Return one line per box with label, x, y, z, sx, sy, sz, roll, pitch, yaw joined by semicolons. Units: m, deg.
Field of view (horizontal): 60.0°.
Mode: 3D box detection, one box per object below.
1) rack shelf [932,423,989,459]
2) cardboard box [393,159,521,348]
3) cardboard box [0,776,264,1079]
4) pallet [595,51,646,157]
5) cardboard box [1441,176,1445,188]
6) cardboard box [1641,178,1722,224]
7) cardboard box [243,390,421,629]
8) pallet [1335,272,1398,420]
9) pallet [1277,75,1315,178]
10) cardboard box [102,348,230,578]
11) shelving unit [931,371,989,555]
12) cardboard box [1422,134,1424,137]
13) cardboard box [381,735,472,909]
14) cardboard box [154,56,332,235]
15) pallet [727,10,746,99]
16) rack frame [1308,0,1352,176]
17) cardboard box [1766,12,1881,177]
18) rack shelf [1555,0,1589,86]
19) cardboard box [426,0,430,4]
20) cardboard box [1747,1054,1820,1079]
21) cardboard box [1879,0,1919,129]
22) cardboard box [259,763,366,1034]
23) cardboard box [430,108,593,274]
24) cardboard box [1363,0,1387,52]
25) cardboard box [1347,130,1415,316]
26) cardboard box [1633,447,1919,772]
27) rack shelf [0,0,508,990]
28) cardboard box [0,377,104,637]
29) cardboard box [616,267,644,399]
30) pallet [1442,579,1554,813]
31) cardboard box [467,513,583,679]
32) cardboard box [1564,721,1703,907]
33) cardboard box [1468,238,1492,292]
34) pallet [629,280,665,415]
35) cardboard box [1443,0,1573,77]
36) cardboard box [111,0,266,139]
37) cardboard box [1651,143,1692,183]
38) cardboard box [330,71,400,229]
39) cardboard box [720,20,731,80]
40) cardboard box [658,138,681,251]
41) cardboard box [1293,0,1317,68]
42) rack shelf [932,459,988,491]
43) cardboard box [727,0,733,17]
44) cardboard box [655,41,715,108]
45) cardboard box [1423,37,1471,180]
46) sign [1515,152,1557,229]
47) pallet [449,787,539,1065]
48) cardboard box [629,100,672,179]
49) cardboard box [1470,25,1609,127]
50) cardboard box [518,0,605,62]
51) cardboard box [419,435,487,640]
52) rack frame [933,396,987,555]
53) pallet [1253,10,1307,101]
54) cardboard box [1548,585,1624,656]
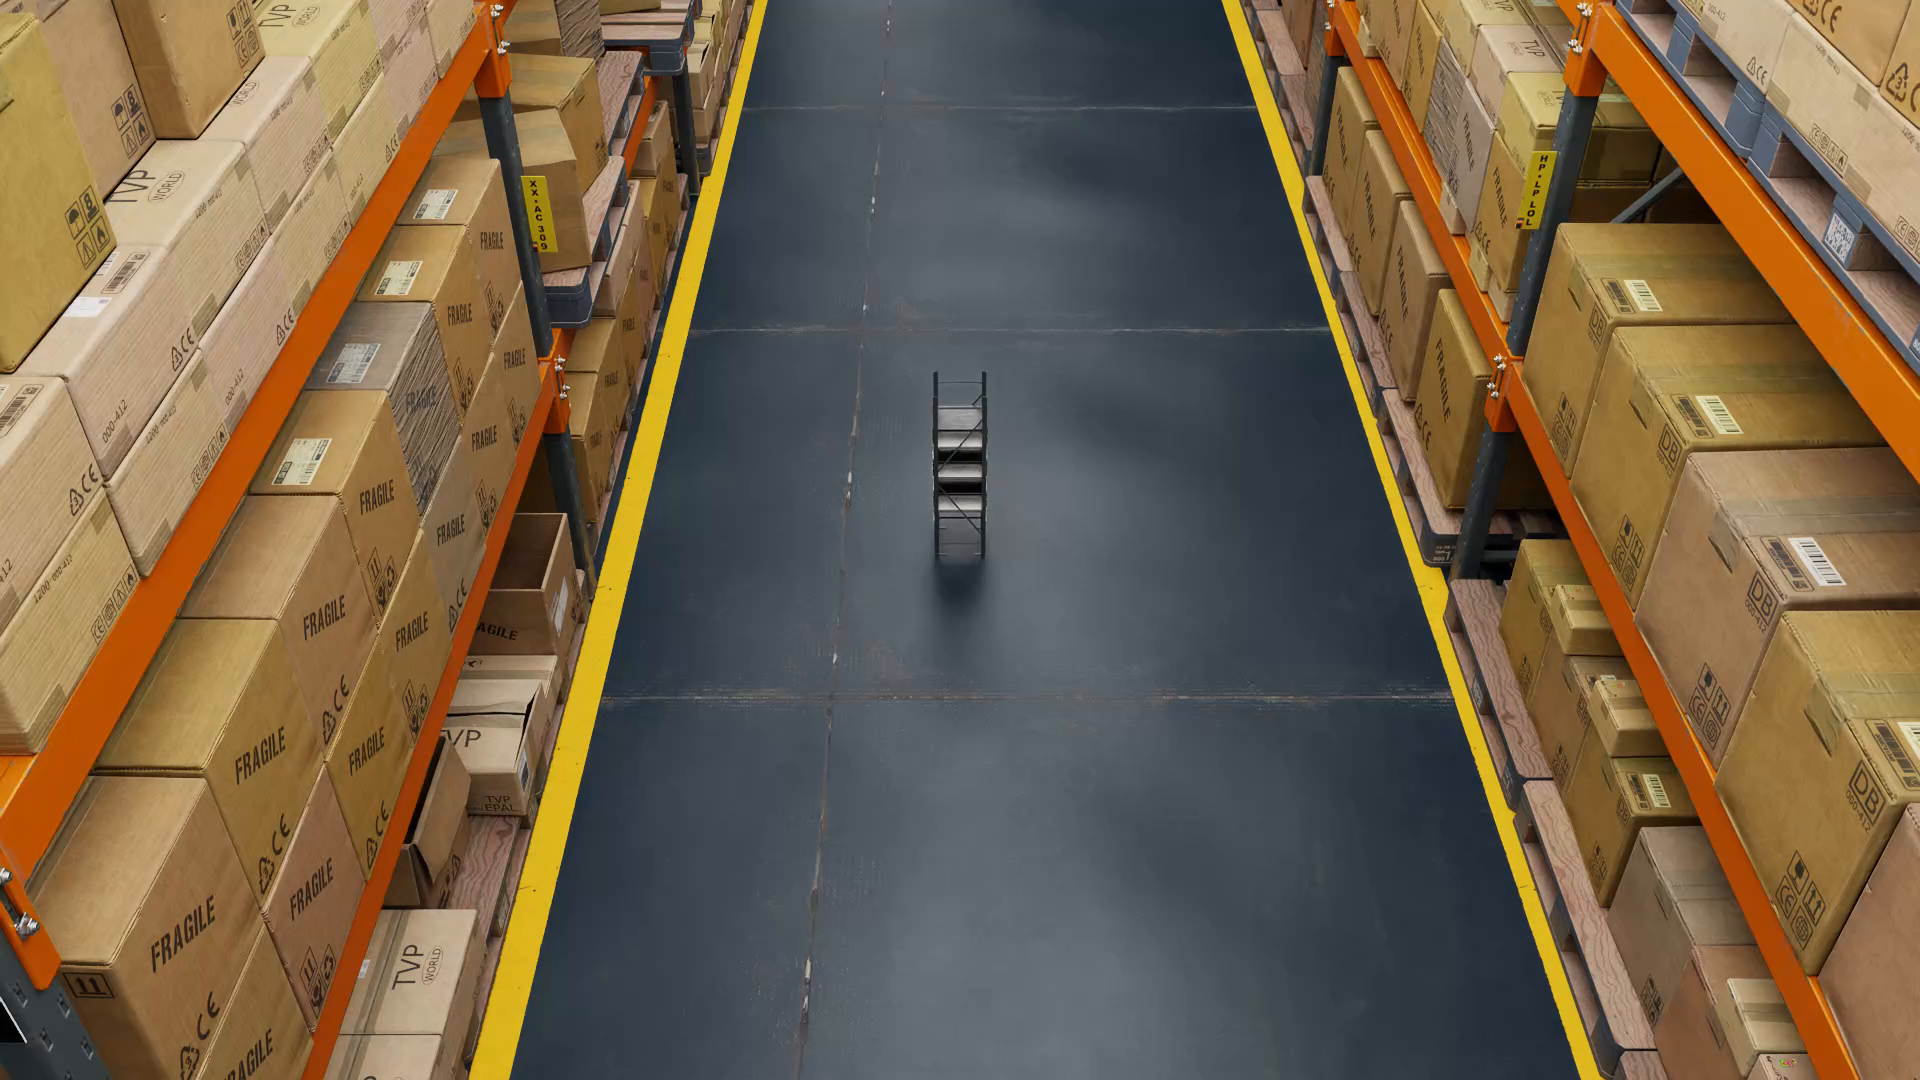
rack shelf;0.000;-0.461;7.616;0.258;0.077;0.200;0;39;0
cardboard box;-1.927;-1.040;6.015;0.500;0.500;0.500;0;39;0
cardboard box;-1.919;0.868;3.634;0.500;0.500;0.500;1;39;1
pallet;-2.184;-2.137;8.417;1.003;0.211;1.213;0;39;0
cardboard box;2.512;-1.691;7.892;0.380;0.149;0.250;0;39;0
cardboard box;3.019;-1.383;6.989;0.500;0.500;0.500;-1;39;-2
cardboard box;-1.924;-0.090;4.829;0.500;0.500;0.500;0;39;0
pallet;2.687;-1.092;9.189;1.003;0.211;1.213;0;39;0
pallet;2.763;-2.834;11.364;1.003;0.211;1.213;0;39;0
cardboard box;-1.916;-0.171;3.532;0.500;0.250;0.500;0;39;0
shelving unit;0.000;-0.346;7.708;0.258;0.900;0.210;0;39;0
cardboard box;2.544;-2.178;8.500;0.380;0.149;0.250;0;39;0
cardboard box;-2.179;1.051;5.930;0.797;0.503;0.637;0;39;0
cardboard box;-1.919;-0.992;4.156;0.500;0.250;0.500;0;39;0
pallet;-2.151;-3.616;12.339;1.003;0.211;1.213;0;39;0
rack frame;2.763;-3.434;9.882;1.000;3.000;0.127;0;39;0
cardboard box;2.499;-1.176;4.369;0.500;0.250;0.500;-1;39;-1
rack shelf;2.765;-3.073;7.608;1.077;0.370;4.000;0;39;0
cardboard box;-1.914;-1.930;5.326;0.500;0.250;0.500;0;39;0
cardboard box;2.489;1.609;4.733;0.380;0.149;0.250;0;39;-1
cardboard box;2.500;-1.135;3.719;0.500;0.500;0.500;-2;39;-2
cardboard box;-1.924;0.935;4.350;0.500;0.500;0.500;0;39;0
cardboard box;-1.963;-1.426;6.960;0.700;0.500;0.500;-13;40;-15
cardboard box;2.499;-2.965;8.963;0.500;0.500;0.500;1;39;1
cardboard box;2.627;-1.751;9.165;0.750;0.750;0.750;0;39;0
cardboard box;2.758;0.201;5.106;0.980;0.700;0.700;-2;39;-2
rack shelf;-2.184;-0.566;4.479;1.077;0.370;4.000;0;39;0
cardboard box;-1.922;-0.054;2.985;0.500;0.250;0.500;0;39;0
cardboard box;-1.948;-1.072;8.581;0.500;0.500;0.500;0;39;0
pallet;2.690;0.631;7.039;1.003;0.211;1.213;0;39;0
cardboard box;-1.902;0.233;6.953;0.500;0.500;0.500;0;39;0
cardboard box;2.661;0.982;6.035;0.700;0.500;0.500;1;39;1
cardboard box;2.460;-1.211;7.293;0.380;0.149;0.250;1;39;1
pallet;-2.229;-1.112;9.214;1.003;0.211;1.213;0;39;0
cardboard box;2.519;-2.319;7.557;0.500;0.250;0.500;1;39;1
cardboard box;-2.129;-1.284;3.921;0.700;0.500;0.500;0;39;0
cardboard box;3.027;-1.676;6.755;0.500;0.250;0.500;1;39;1
cardboard box;-1.921;-1.109;4.702;0.500;0.250;0.500;0;39;0
cardboard box;-1.906;-3.486;11.810;0.500;0.250;0.500;-1;39;-1
cardboard box;-1.955;-2.040;9.789;0.500;0.500;0.500;1;39;2
cardboard box;2.797;-3.713;11.878;0.700;0.500;0.500;0;39;0
rack shelf;0.000;-0.320;7.729;0.258;0.077;0.200;0;39;0
cardboard box;-1.906;-4.034;12.046;0.500;0.311;0.500;0;39;-1
cardboard box;-1.898;-3.065;10.837;0.500;0.311;0.500;1;39;1
cardboard box;2.512;-2.017;7.780;0.500;0.500;0.500;0;39;0
sign;2.225;-1.347;6.415;0.100;0.325;0.005;0;39;0
pallet;-2.182;1.356;6.135;1.003;0.211;1.213;0;39;0
cardboard box;-1.951;-2.297;9.511;0.500;0.250;0.500;1;39;2
cardboard box;2.520;-2.000;7.159;0.500;0.250;0.500;1;39;1
cardboard box;-2.267;-2.665;8.507;0.700;0.500;0.500;7;39;8
cardboard box;-1.924;-0.010;5.529;0.500;0.500;0.500;1;39;1
rack frame;0.000;-0.282;7.628;0.240;0.900;0.006;0;39;0
pallet;2.765;-3.595;12.313;1.003;0.211;1.213;0;39;0
cardboard box;2.484;0.308;6.357;0.380;0.149;0.250;1;39;1
